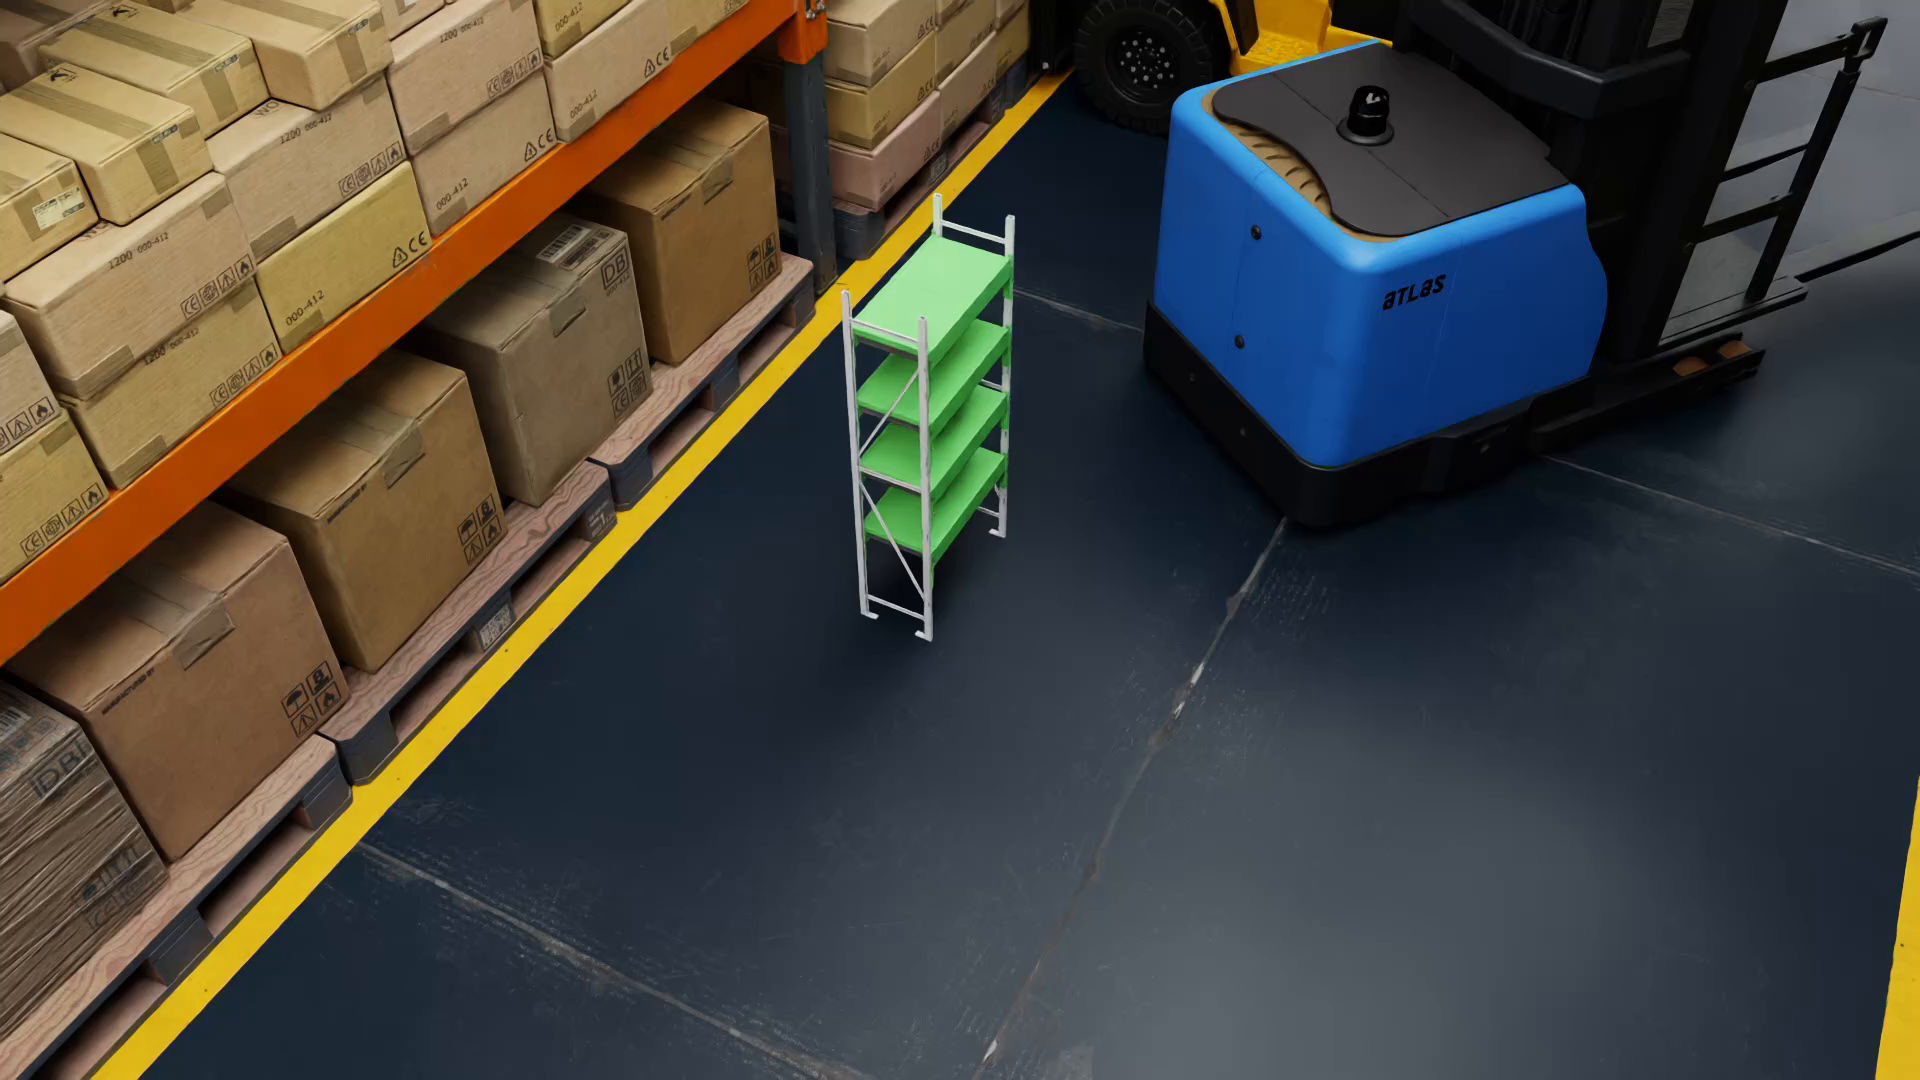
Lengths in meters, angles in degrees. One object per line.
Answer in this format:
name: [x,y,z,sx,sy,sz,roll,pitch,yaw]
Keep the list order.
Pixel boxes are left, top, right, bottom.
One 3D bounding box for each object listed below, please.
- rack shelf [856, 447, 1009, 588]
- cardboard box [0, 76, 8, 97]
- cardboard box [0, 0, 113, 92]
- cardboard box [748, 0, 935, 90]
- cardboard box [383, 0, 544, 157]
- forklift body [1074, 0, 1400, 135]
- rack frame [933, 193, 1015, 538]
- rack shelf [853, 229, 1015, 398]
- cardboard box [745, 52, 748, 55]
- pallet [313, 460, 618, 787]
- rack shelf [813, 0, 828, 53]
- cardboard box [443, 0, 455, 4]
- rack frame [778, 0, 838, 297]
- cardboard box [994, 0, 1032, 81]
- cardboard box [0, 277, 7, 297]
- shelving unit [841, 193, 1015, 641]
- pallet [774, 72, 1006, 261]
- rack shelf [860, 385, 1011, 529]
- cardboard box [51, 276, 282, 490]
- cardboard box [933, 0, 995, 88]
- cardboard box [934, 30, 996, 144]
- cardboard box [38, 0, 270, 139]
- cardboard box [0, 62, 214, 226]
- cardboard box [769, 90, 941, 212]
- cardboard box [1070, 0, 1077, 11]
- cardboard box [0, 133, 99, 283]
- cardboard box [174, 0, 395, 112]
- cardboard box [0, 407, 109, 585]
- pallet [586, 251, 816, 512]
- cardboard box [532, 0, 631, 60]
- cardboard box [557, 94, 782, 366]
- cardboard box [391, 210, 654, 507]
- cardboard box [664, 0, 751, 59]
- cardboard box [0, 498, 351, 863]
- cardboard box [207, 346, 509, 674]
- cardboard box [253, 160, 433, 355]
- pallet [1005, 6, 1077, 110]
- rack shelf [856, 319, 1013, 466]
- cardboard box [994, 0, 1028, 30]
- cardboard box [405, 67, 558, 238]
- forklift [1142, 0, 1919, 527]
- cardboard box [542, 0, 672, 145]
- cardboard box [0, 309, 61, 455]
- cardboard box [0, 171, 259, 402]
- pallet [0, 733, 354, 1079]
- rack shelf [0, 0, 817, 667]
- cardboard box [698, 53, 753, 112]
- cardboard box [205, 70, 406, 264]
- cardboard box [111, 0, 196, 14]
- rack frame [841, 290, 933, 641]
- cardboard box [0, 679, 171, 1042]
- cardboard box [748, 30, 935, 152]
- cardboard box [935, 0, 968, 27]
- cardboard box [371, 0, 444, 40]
rack shelf: [-0.077,-0.104,4.936,0.258,0.148,0.480,20,49,19]
cardboard box: [-2.331,-1.018,3.620,0.380,0.149,0.250,20,49,18]
cardboard box: [-2.117,-1.145,3.746,0.380,0.149,0.250,22,49,20]
cardboard box: [-0.425,-1.890,5.944,0.500,0.250,0.500,20,49,18]
cardboard box: [-1.403,-1.239,4.120,0.500,0.250,0.500,21,49,20]
forklift body: [1.665,-2.581,6.289,2.313,2.155,1.214,20,49,19]
rack frame: [0.036,-0.471,4.872,0.240,1.200,0.015,20,49,19]
rack shelf: [-0.077,-0.610,4.424,0.258,0.148,0.480,20,49,19]
cardboard box: [-0.870,-2.063,6.115,0.500,0.250,0.500,21,49,20]
pallet: [-1.800,0.072,5.030,1.003,0.211,1.213,20,49,19]
rack shelf: [0.001,-3.164,6.773,1.077,0.370,4.000,20,49,19]
cardboard box: [-1.335,-1.472,4.069,0.380,0.149,0.250,19,48,18]
rack frame: [-0.927,-2.156,5.272,1.000,3.000,0.127,20,49,19]
cardboard box: [0.037,-2.187,6.940,0.500,0.250,0.500,21,49,20]
cardboard box: [-2.046,-0.511,3.120,0.380,0.149,0.250,21,49,19]
shelving unit: [-0.077,-0.317,4.720,0.258,1.200,0.503,20,49,19]
pallet: [-0.521,-1.663,6.746,1.003,0.211,1.213,20,49,19]
rack shelf: [-0.077,-0.273,4.766,0.258,0.148,0.480,20,49,19]
cardboard box: [-1.891,-0.425,3.666,0.500,0.250,0.500,19,48,18]
cardboard box: [-0.197,-2.034,6.438,0.500,0.250,0.500,20,49,19]
cardboard box: [-0.187,-1.858,6.615,0.500,0.250,0.500,19,48,18]
cardboard box: [-1.750,-1.016,3.618,0.380,0.149,0.250,20,49,19]
cardboard box: [-1.785,-0.820,3.425,0.380,0.149,0.250,21,49,20]
cardboard box: [-0.409,-1.533,6.294,0.500,0.250,0.500,21,49,19]
cardboard box: [0.291,-2.500,7.250,0.500,0.250,0.500,22,49,20]
cardboard box: [-1.955,-0.679,3.286,0.380,0.149,0.250,21,49,19]
cardboard box: [-1.510,-1.124,3.725,0.380,0.149,0.250,19,48,18]
cardboard box: [-2.124,-0.098,3.343,0.500,0.250,0.500,19,48,18]
pallet: [-1.235,-0.699,5.793,1.003,0.211,1.213,20,49,19]
cardboard box: [-1.161,-1.559,4.436,0.500,0.250,0.500,19,48,18]
cardboard box: [-1.159,-1.137,5.639,0.875,0.625,0.625,23,50,21]
cardboard box: [-1.526,-0.651,5.158,0.875,0.625,0.625,20,49,19]
cardboard box: [-0.929,-1.700,4.927,0.500,0.250,0.500,22,49,20]
cardboard box: [-2.186,0.248,4.270,0.875,0.625,0.625,22,49,20]
cardboard box: [-1.874,-0.176,4.690,0.875,0.625,0.625,19,48,17]
cardboard box: [-1.648,-0.751,3.989,0.500,0.250,0.500,22,49,20]
pallet: [0.044,-2.435,7.508,1.003,0.211,1.213,20,49,19]
rack shelf: [-0.077,-0.441,4.595,0.258,0.148,0.480,20,49,19]
cardboard box: [0.046,-2.347,6.747,0.500,0.250,0.500,20,49,19]
cardboard box: [-1.415,-1.079,4.313,0.500,0.250,0.500,21,49,19]
forklift: [2.188,-1.811,4.979,3.031,2.935,1.130,-20,49,-18]
cardboard box: [-1.158,-1.381,4.612,0.500,0.250,0.500,20,49,19]
cardboard box: [-2.128,-0.274,3.165,0.500,0.250,0.500,22,49,20]
cardboard box: [-1.869,-0.597,3.485,0.500,0.250,0.500,19,48,18]
pallet: [-2.367,0.838,4.273,1.003,0.211,1.213,20,49,19]
rack shelf: [-1.856,-0.644,4.283,1.077,0.370,4.000,20,49,19]
cardboard box: [-0.883,-1.888,6.293,0.500,0.250,0.500,19,48,18]
cardboard box: [-1.654,-0.927,3.812,0.500,0.250,0.500,21,49,20]
cardboard box: [-2.029,-1.324,3.923,0.380,0.149,0.250,21,49,19]
rack frame: [-0.190,-0.164,4.568,0.240,1.200,0.015,20,49,19]
cardboard box: [-2.482,0.662,3.861,0.875,0.625,0.625,22,49,20]
cardboard box: [-0.429,-1.716,6.124,0.500,0.250,0.500,20,49,19]
cardboard box: [-0.178,-2.209,6.259,0.500,0.250,0.500,21,49,19]
cardboard box: [-1.456,-1.316,3.916,0.380,0.149,0.250,21,49,19]
